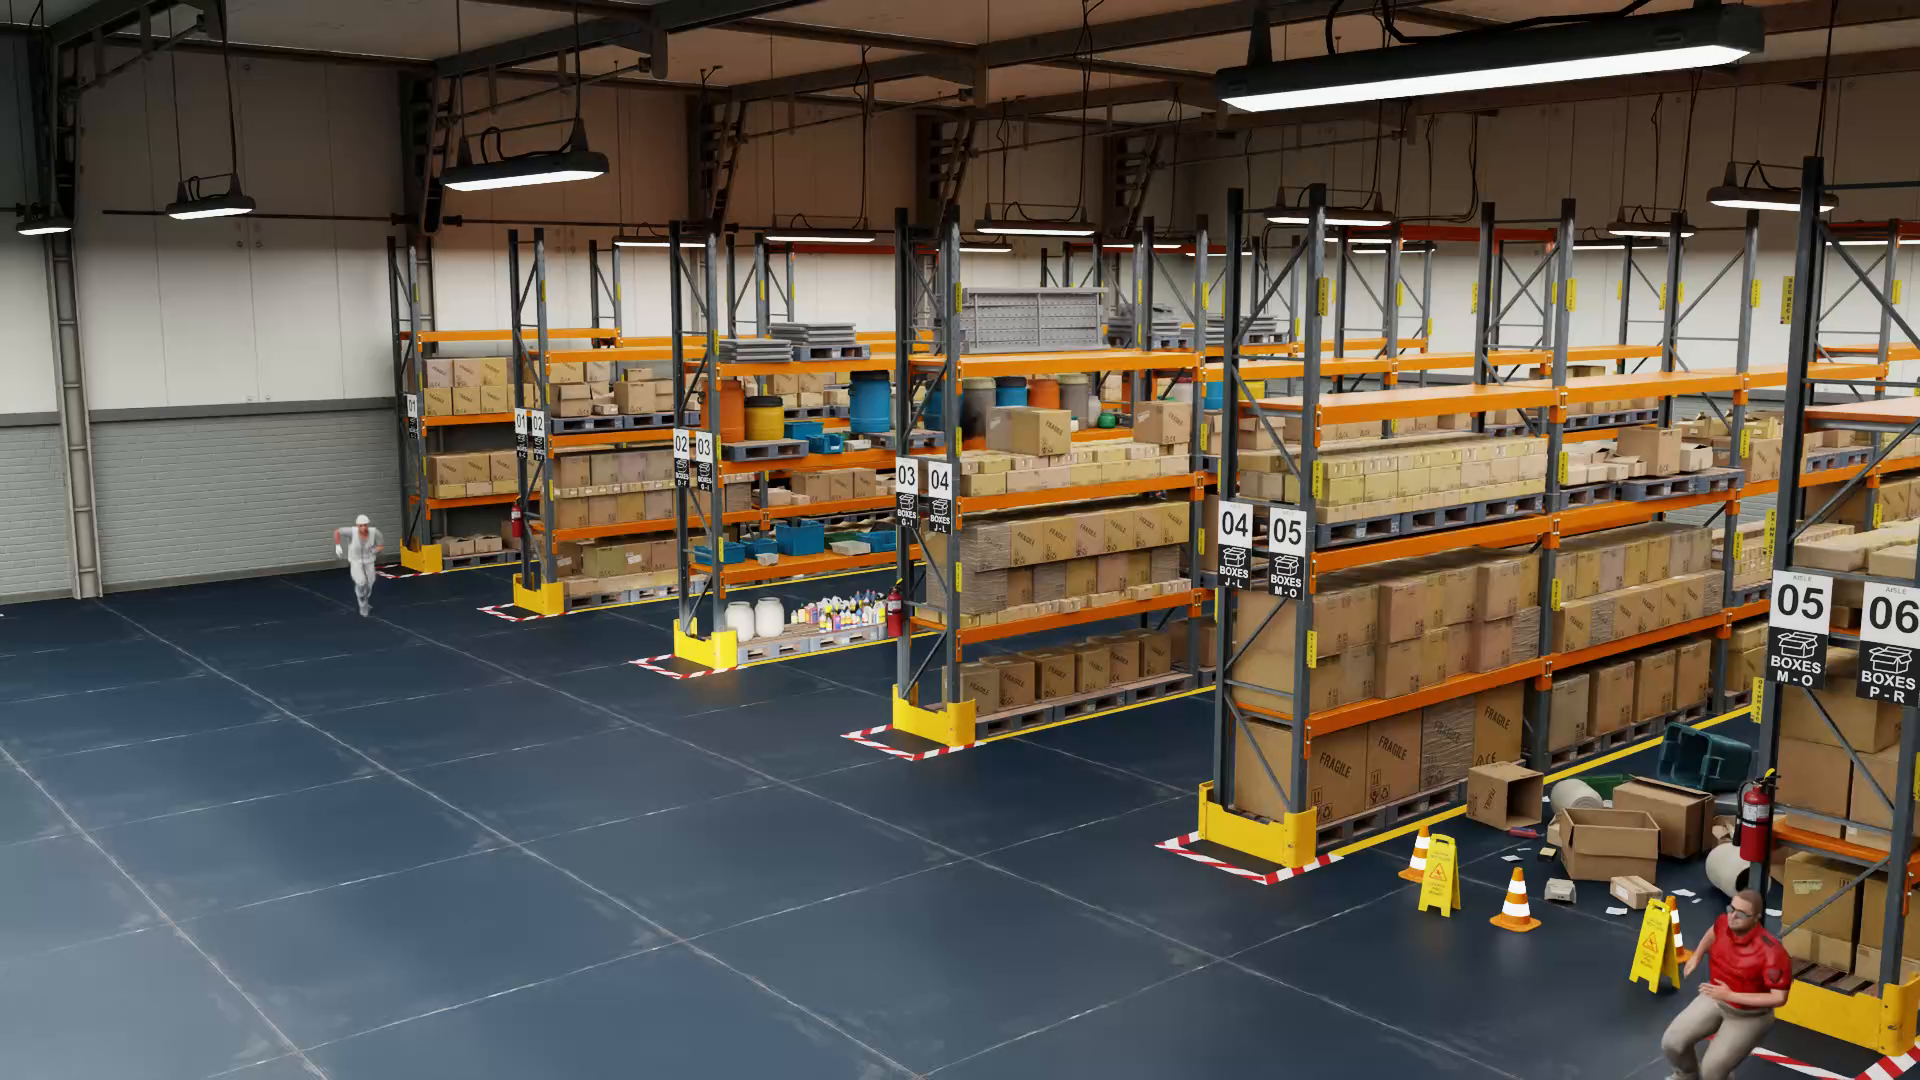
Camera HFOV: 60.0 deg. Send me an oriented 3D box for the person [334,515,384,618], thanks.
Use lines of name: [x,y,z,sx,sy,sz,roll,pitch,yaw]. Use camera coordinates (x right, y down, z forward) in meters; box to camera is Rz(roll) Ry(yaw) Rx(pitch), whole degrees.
person: [-9.339,0.392,25.909,0.712,1.661,0.976,-4,10,-24]

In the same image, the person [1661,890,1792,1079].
person: [4.644,2.853,10.113,0.641,1.605,0.857,-5,10,-32]
